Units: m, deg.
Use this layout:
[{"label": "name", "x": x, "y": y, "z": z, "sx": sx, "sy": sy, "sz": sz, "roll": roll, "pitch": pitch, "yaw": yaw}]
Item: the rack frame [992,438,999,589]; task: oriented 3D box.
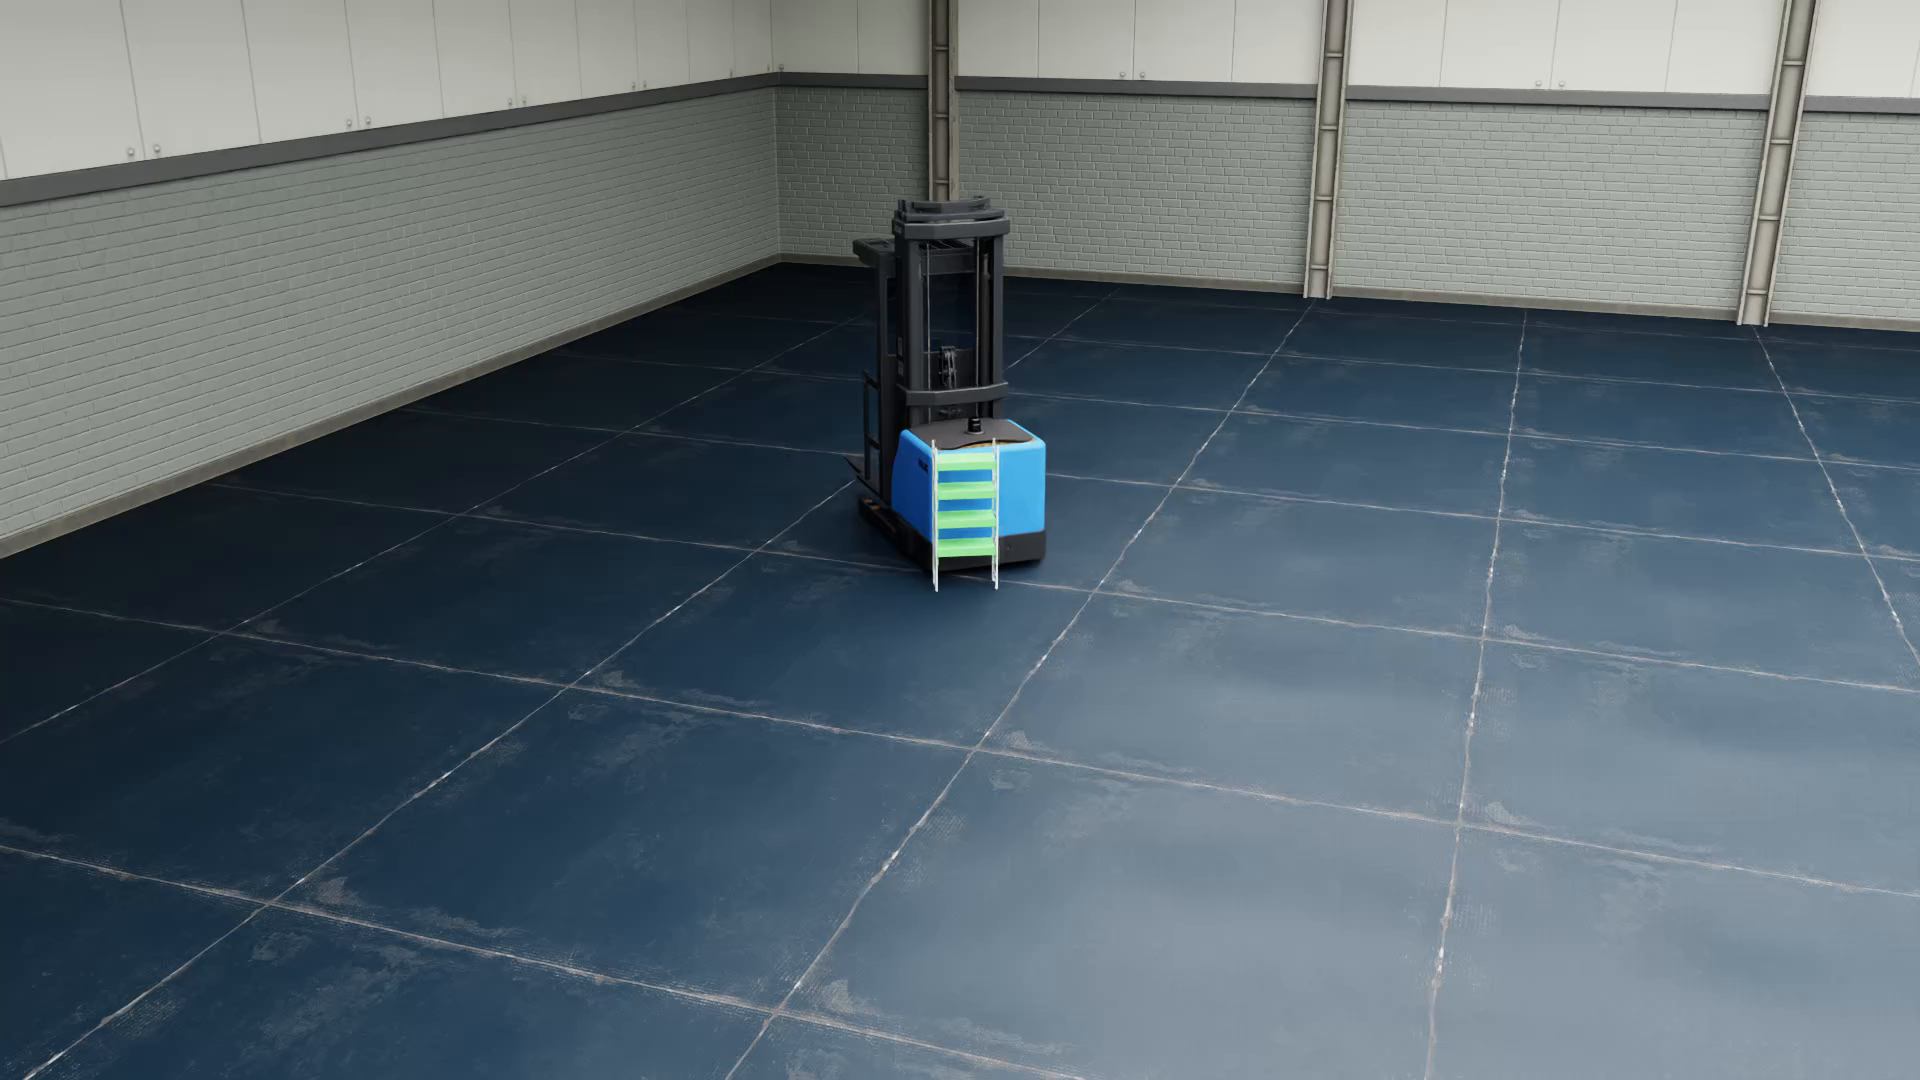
[{"label": "rack frame", "x": 0.283, "y": -0.208, "z": 13.348, "sx": 0.015, "sy": 1.200, "sz": 0.240, "roll": -2, "pitch": 20, "yaw": -7}]

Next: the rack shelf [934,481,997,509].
[{"label": "rack shelf", "x": 0.041, "y": -0.364, "z": 13.260, "sx": 0.480, "sy": 0.148, "sz": 0.258, "roll": -2, "pitch": 20, "yaw": -7}]

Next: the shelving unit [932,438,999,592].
[{"label": "shelving unit", "x": 0.041, "y": -0.198, "z": 13.319, "sx": 0.503, "sy": 1.200, "sz": 0.258, "roll": -2, "pitch": 20, "yaw": -7}]

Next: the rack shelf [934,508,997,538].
[{"label": "rack shelf", "x": 0.041, "y": -0.138, "z": 13.340, "sx": 0.480, "sy": 0.148, "sz": 0.258, "roll": -2, "pitch": 20, "yaw": -7}]

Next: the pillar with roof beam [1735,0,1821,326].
[{"label": "pillar with roof beam", "x": 9.663, "y": -5.944, "z": 17.956, "sx": 0.400, "sy": 9.000, "sz": 9.100, "roll": 7, "pitch": 20, "yaw": 18}]

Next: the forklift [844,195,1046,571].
[{"label": "forklift", "x": -0.280, "y": -1.575, "z": 14.642, "sx": 1.130, "sy": 2.935, "sz": 3.031, "roll": -7, "pitch": 20, "yaw": -20}]

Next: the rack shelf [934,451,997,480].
[{"label": "rack shelf", "x": 0.041, "y": -0.590, "z": 13.179, "sx": 0.480, "sy": 0.148, "sz": 0.258, "roll": -2, "pitch": 20, "yaw": -7}]

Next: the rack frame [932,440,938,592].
[{"label": "rack frame", "x": -0.201, "y": -0.188, "z": 13.290, "sx": 0.015, "sy": 1.200, "sz": 0.240, "roll": -2, "pitch": 20, "yaw": -7}]

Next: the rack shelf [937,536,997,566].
[{"label": "rack shelf", "x": 0.041, "y": 0.088, "z": 13.421, "sx": 0.480, "sy": 0.148, "sz": 0.258, "roll": -2, "pitch": 20, "yaw": -7}]

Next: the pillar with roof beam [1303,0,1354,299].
[{"label": "pillar with roof beam", "x": 3.995, "y": -6.592, "z": 19.815, "sx": 0.400, "sy": 9.000, "sz": 9.100, "roll": 7, "pitch": 20, "yaw": 18}]

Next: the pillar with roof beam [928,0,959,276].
[{"label": "pillar with roof beam", "x": -1.673, "y": -7.240, "z": 21.675, "sx": 0.400, "sy": 9.000, "sz": 9.100, "roll": 7, "pitch": 20, "yaw": 18}]
